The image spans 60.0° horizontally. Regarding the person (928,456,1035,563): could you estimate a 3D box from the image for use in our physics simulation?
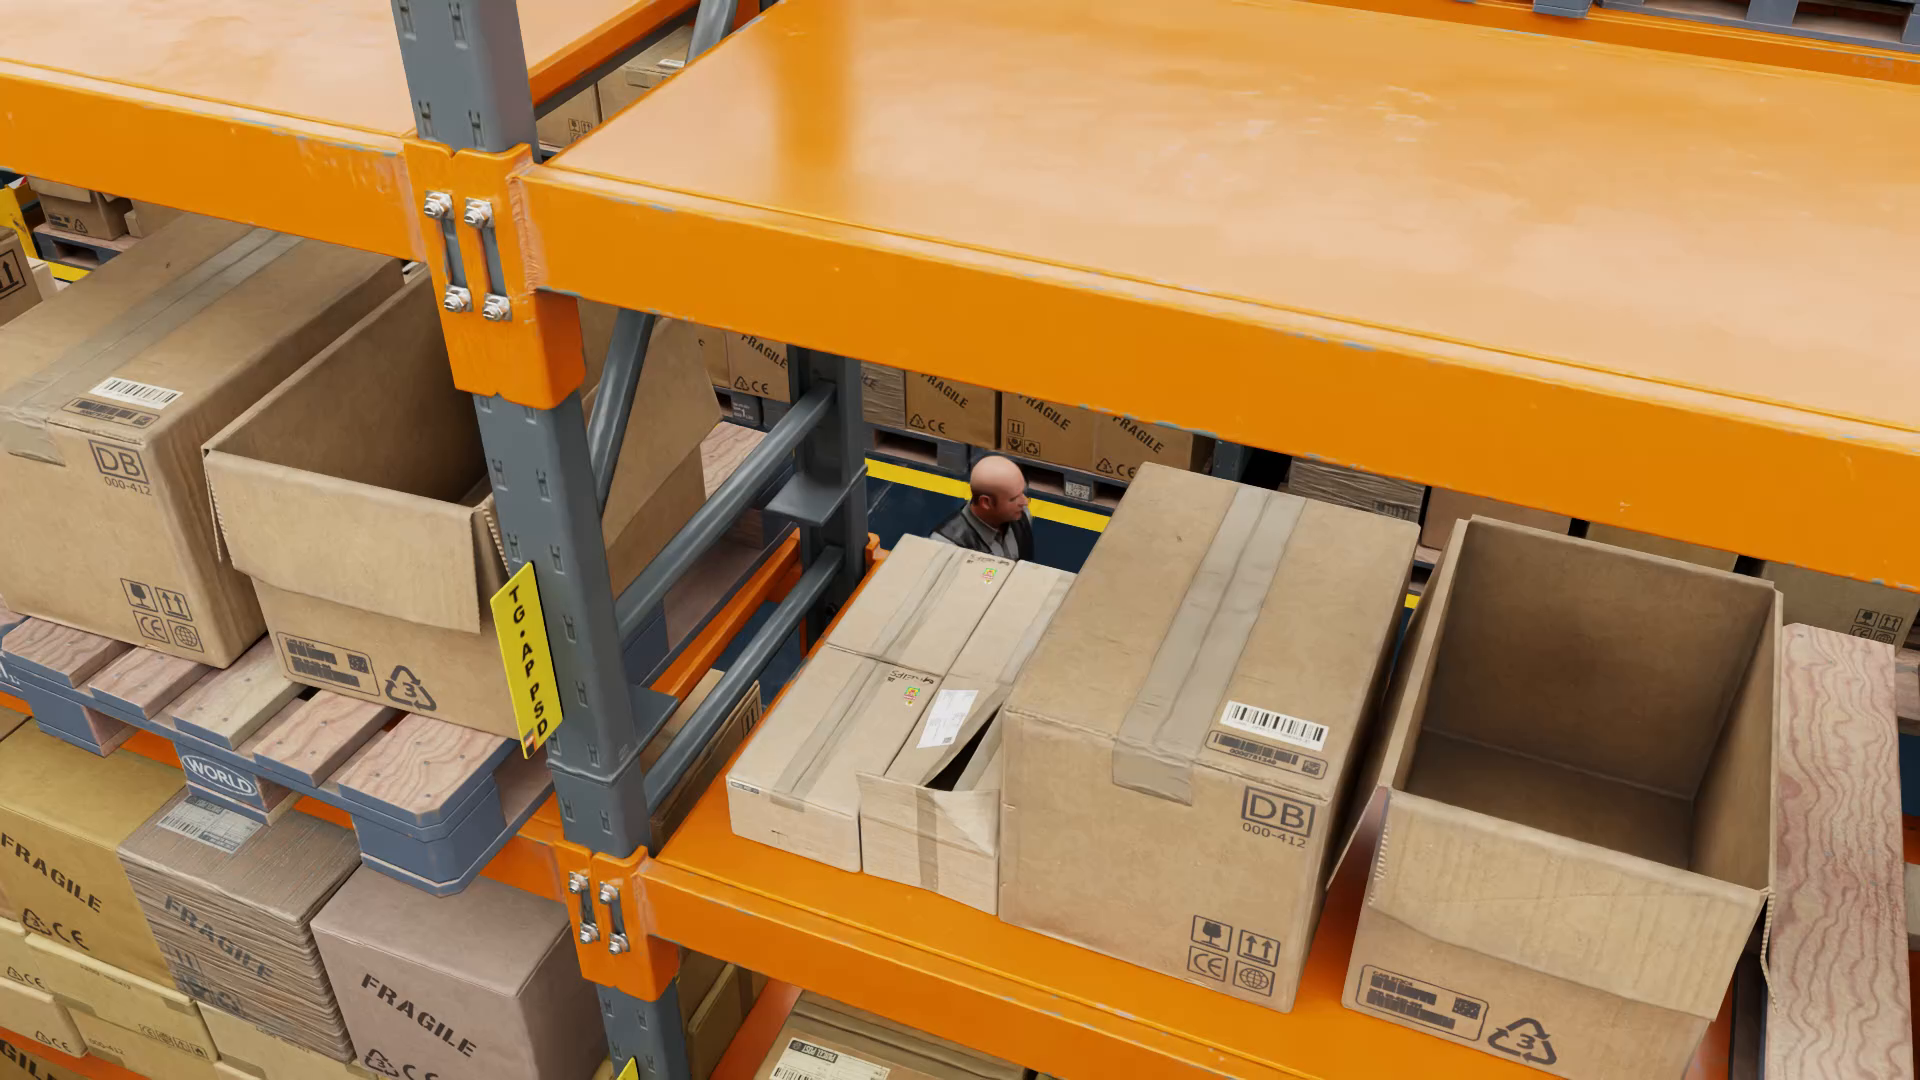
[{"bbox_3d":[0.077,0.381,6.344,0.904,1.678,0.595,25,44,29],"label":"person"}]
